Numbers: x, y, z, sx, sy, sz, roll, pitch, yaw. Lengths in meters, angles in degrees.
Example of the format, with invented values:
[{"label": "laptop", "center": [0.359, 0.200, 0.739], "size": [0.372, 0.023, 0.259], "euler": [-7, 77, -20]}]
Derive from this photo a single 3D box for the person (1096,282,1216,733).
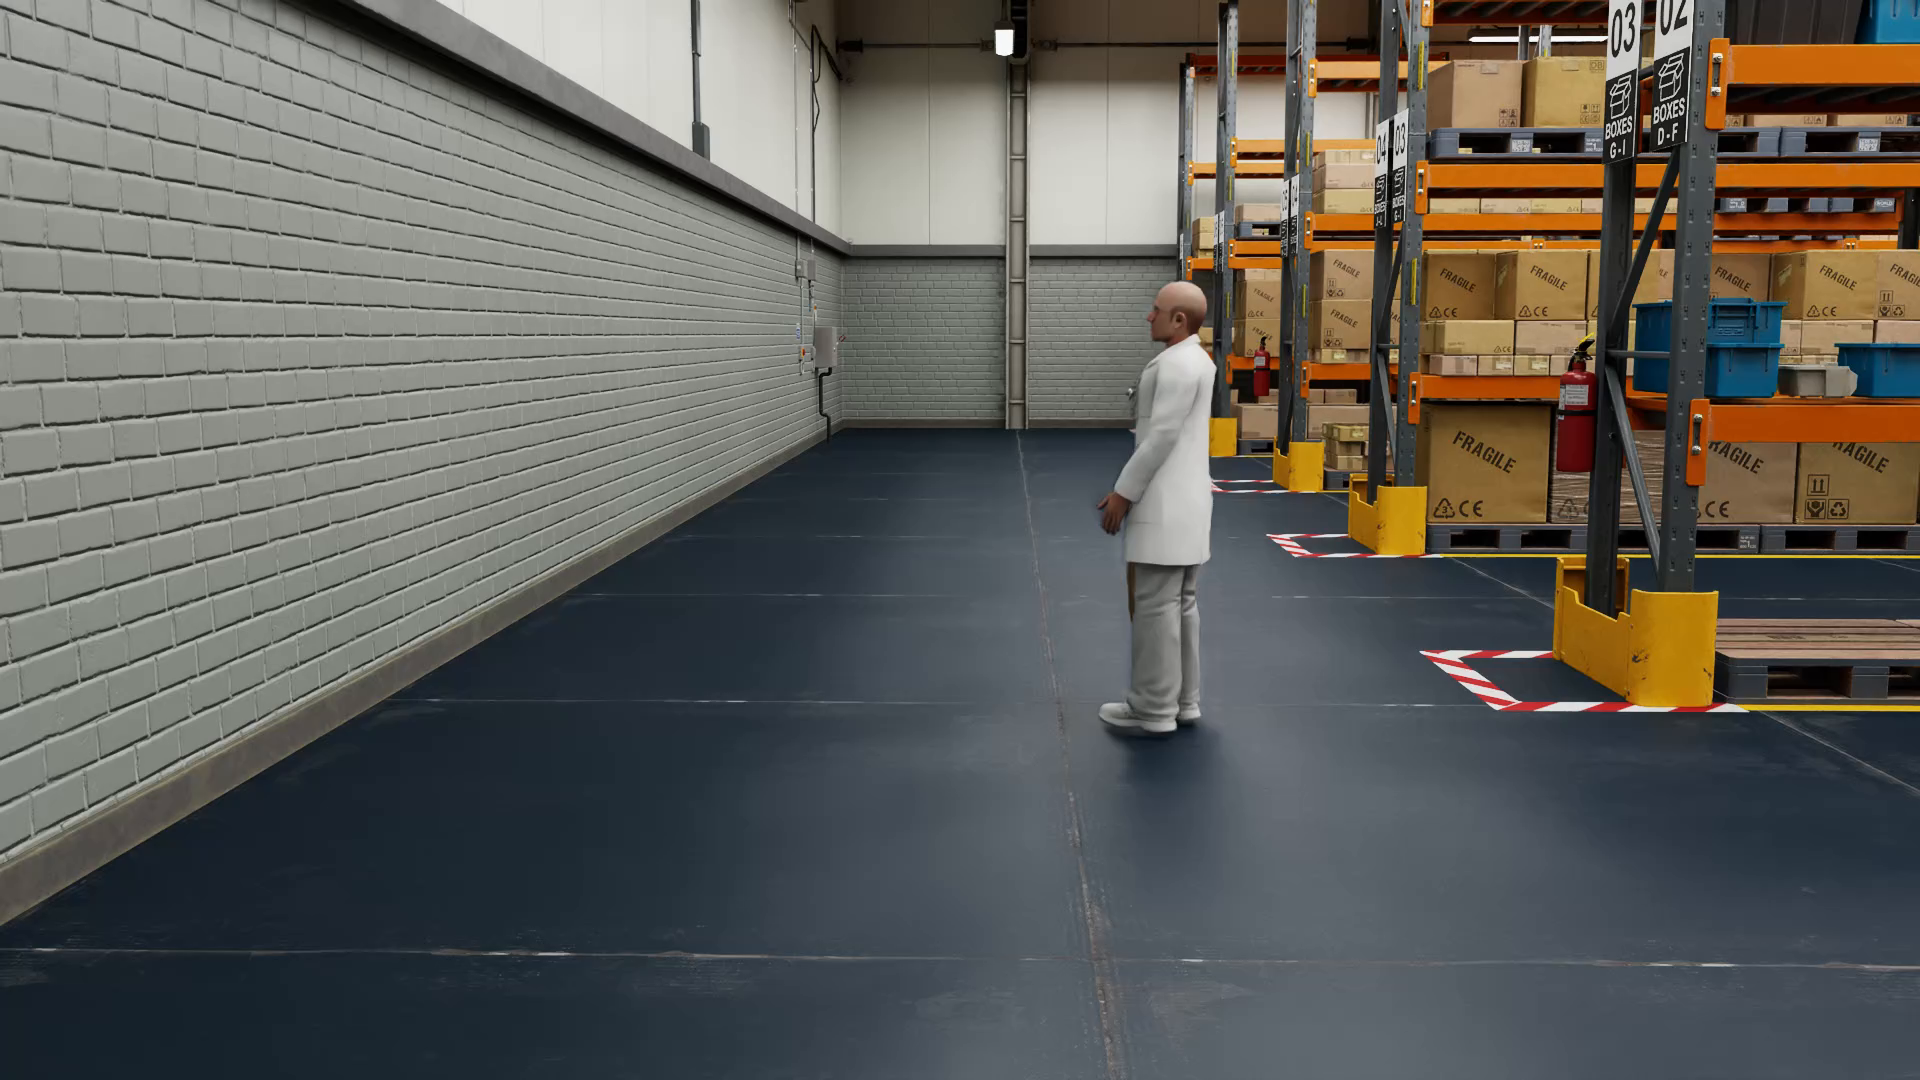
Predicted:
[{"label": "person", "center": [0.794, -0.133, 6.704], "size": [0.439, 1.794, 0.604], "euler": [2, 7, 18]}]
